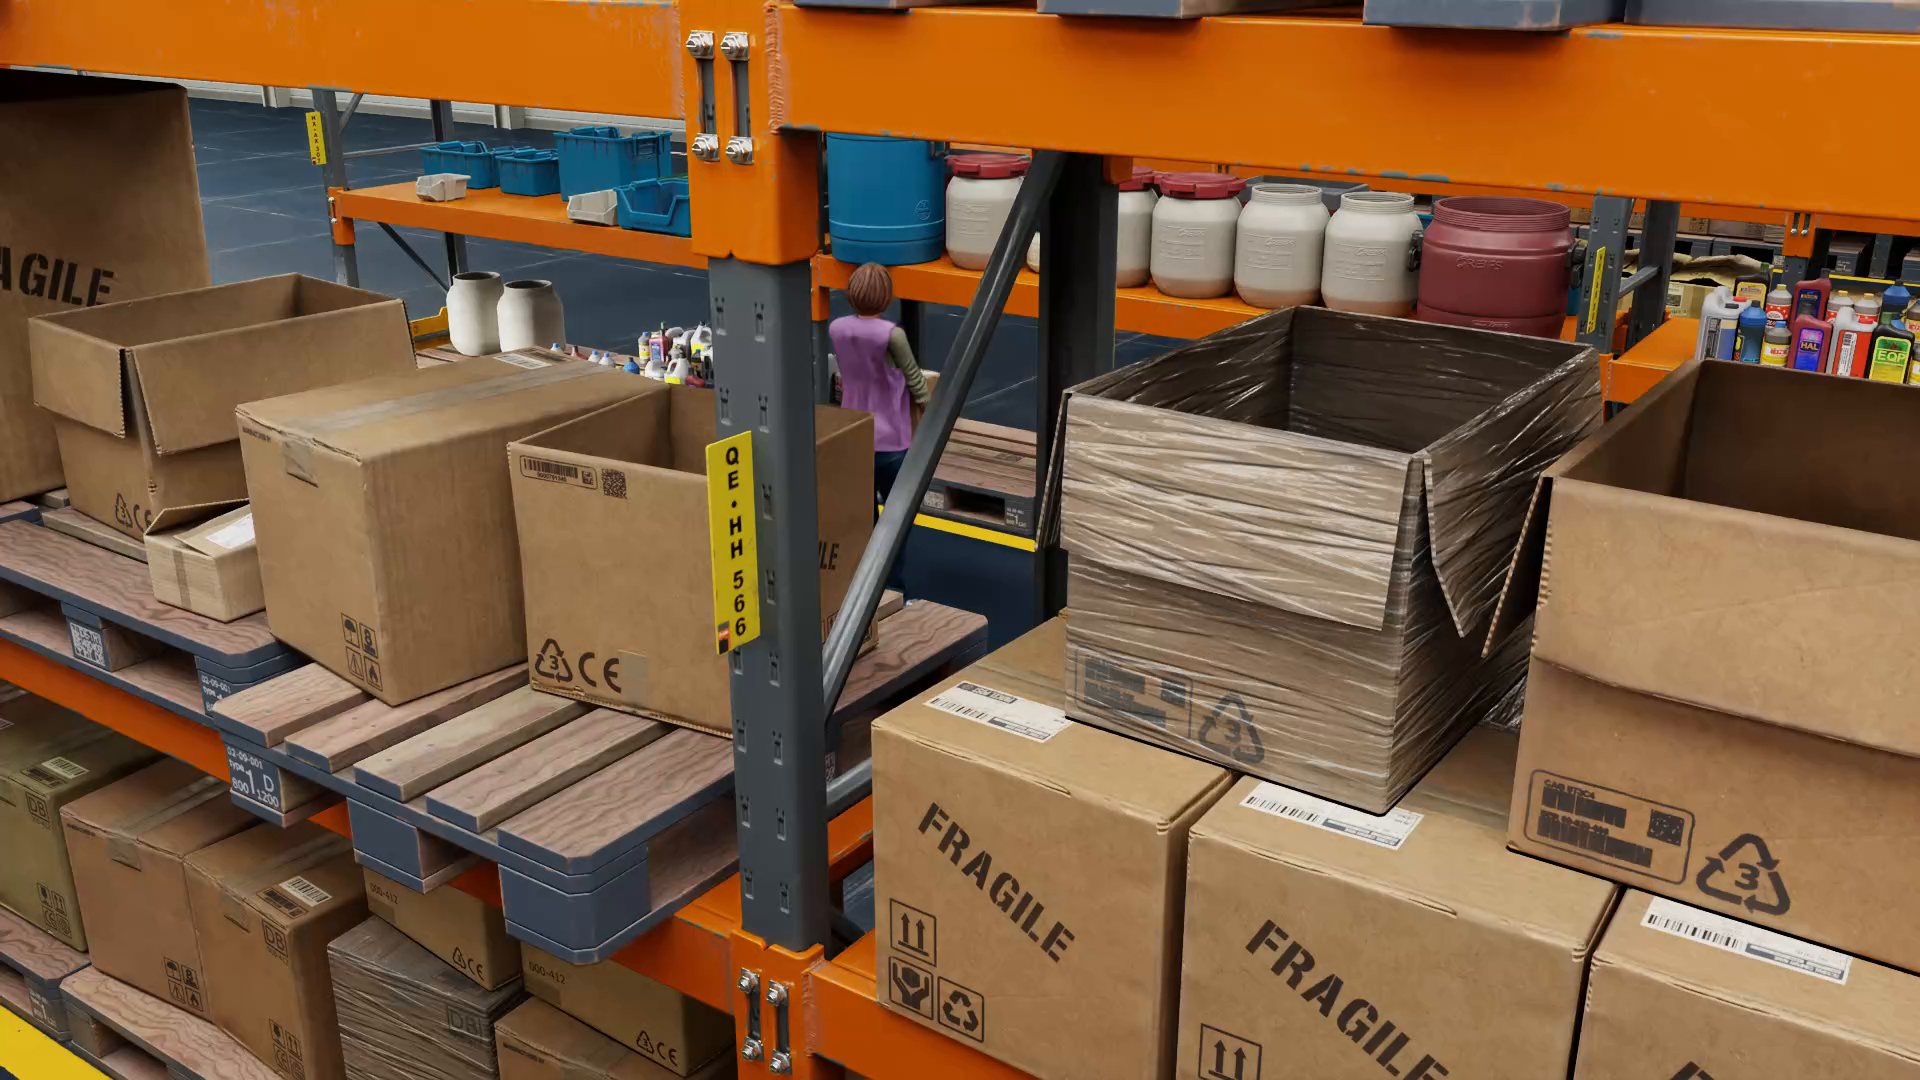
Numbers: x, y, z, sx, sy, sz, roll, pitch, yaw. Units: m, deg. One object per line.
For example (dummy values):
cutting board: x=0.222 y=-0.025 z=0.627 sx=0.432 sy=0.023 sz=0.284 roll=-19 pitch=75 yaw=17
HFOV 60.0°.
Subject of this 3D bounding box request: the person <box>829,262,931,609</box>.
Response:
person: x=-0.326 y=-0.431 z=7.271 sx=0.375 sy=1.599 sz=0.499 roll=13 pitch=24 yaw=31
